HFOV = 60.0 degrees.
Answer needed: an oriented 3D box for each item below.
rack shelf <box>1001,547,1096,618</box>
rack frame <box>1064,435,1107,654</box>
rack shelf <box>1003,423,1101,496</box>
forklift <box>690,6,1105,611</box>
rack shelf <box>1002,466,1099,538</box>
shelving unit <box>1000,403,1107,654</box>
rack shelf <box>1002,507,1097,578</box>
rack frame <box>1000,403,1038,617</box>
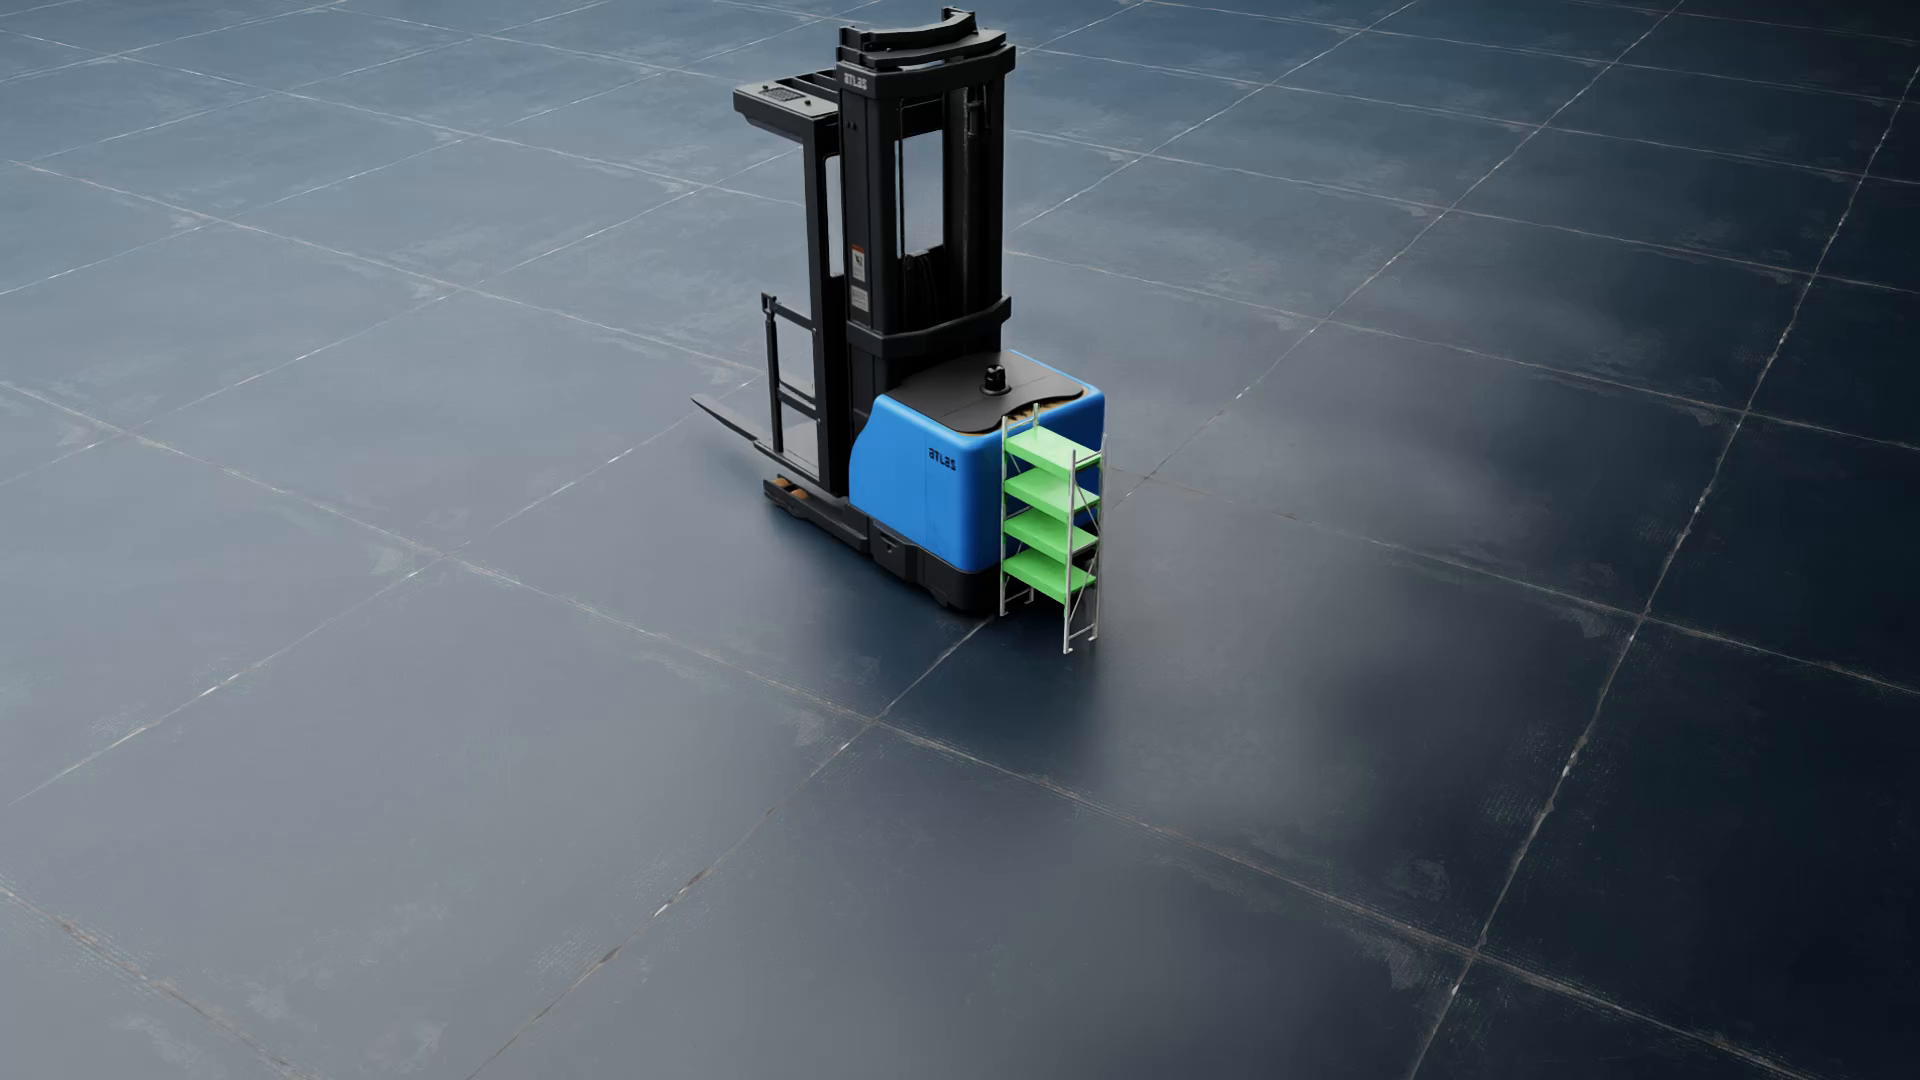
[{"bbox_3d":[0.475,0.209,8.804,0.258,0.148,0.480,-24,38,-35],"label":"rack shelf"},{"bbox_3d":[0.638,0.037,8.494,0.240,1.200,0.015,-24,38,-35],"label":"rack frame"},{"bbox_3d":[0.474,-0.414,8.442,0.258,0.148,0.480,-24,38,-35],"label":"rack shelf"},{"bbox_3d":[-0.537,-1.551,9.499,1.130,2.935,3.031,-23,38,-34],"label":"forklift"},{"bbox_3d":[0.474,-0.206,8.563,0.258,0.148,0.480,-24,38,-35],"label":"rack shelf"},{"bbox_3d":[0.474,-0.054,8.651,0.258,1.200,0.503,-24,38,-35],"label":"shelving unit"},{"bbox_3d":[0.474,0.001,8.683,0.258,0.148,0.480,-24,38,-35],"label":"rack shelf"},{"bbox_3d":[0.311,-0.145,8.808,0.240,1.200,0.015,-24,38,-35],"label":"rack frame"}]
